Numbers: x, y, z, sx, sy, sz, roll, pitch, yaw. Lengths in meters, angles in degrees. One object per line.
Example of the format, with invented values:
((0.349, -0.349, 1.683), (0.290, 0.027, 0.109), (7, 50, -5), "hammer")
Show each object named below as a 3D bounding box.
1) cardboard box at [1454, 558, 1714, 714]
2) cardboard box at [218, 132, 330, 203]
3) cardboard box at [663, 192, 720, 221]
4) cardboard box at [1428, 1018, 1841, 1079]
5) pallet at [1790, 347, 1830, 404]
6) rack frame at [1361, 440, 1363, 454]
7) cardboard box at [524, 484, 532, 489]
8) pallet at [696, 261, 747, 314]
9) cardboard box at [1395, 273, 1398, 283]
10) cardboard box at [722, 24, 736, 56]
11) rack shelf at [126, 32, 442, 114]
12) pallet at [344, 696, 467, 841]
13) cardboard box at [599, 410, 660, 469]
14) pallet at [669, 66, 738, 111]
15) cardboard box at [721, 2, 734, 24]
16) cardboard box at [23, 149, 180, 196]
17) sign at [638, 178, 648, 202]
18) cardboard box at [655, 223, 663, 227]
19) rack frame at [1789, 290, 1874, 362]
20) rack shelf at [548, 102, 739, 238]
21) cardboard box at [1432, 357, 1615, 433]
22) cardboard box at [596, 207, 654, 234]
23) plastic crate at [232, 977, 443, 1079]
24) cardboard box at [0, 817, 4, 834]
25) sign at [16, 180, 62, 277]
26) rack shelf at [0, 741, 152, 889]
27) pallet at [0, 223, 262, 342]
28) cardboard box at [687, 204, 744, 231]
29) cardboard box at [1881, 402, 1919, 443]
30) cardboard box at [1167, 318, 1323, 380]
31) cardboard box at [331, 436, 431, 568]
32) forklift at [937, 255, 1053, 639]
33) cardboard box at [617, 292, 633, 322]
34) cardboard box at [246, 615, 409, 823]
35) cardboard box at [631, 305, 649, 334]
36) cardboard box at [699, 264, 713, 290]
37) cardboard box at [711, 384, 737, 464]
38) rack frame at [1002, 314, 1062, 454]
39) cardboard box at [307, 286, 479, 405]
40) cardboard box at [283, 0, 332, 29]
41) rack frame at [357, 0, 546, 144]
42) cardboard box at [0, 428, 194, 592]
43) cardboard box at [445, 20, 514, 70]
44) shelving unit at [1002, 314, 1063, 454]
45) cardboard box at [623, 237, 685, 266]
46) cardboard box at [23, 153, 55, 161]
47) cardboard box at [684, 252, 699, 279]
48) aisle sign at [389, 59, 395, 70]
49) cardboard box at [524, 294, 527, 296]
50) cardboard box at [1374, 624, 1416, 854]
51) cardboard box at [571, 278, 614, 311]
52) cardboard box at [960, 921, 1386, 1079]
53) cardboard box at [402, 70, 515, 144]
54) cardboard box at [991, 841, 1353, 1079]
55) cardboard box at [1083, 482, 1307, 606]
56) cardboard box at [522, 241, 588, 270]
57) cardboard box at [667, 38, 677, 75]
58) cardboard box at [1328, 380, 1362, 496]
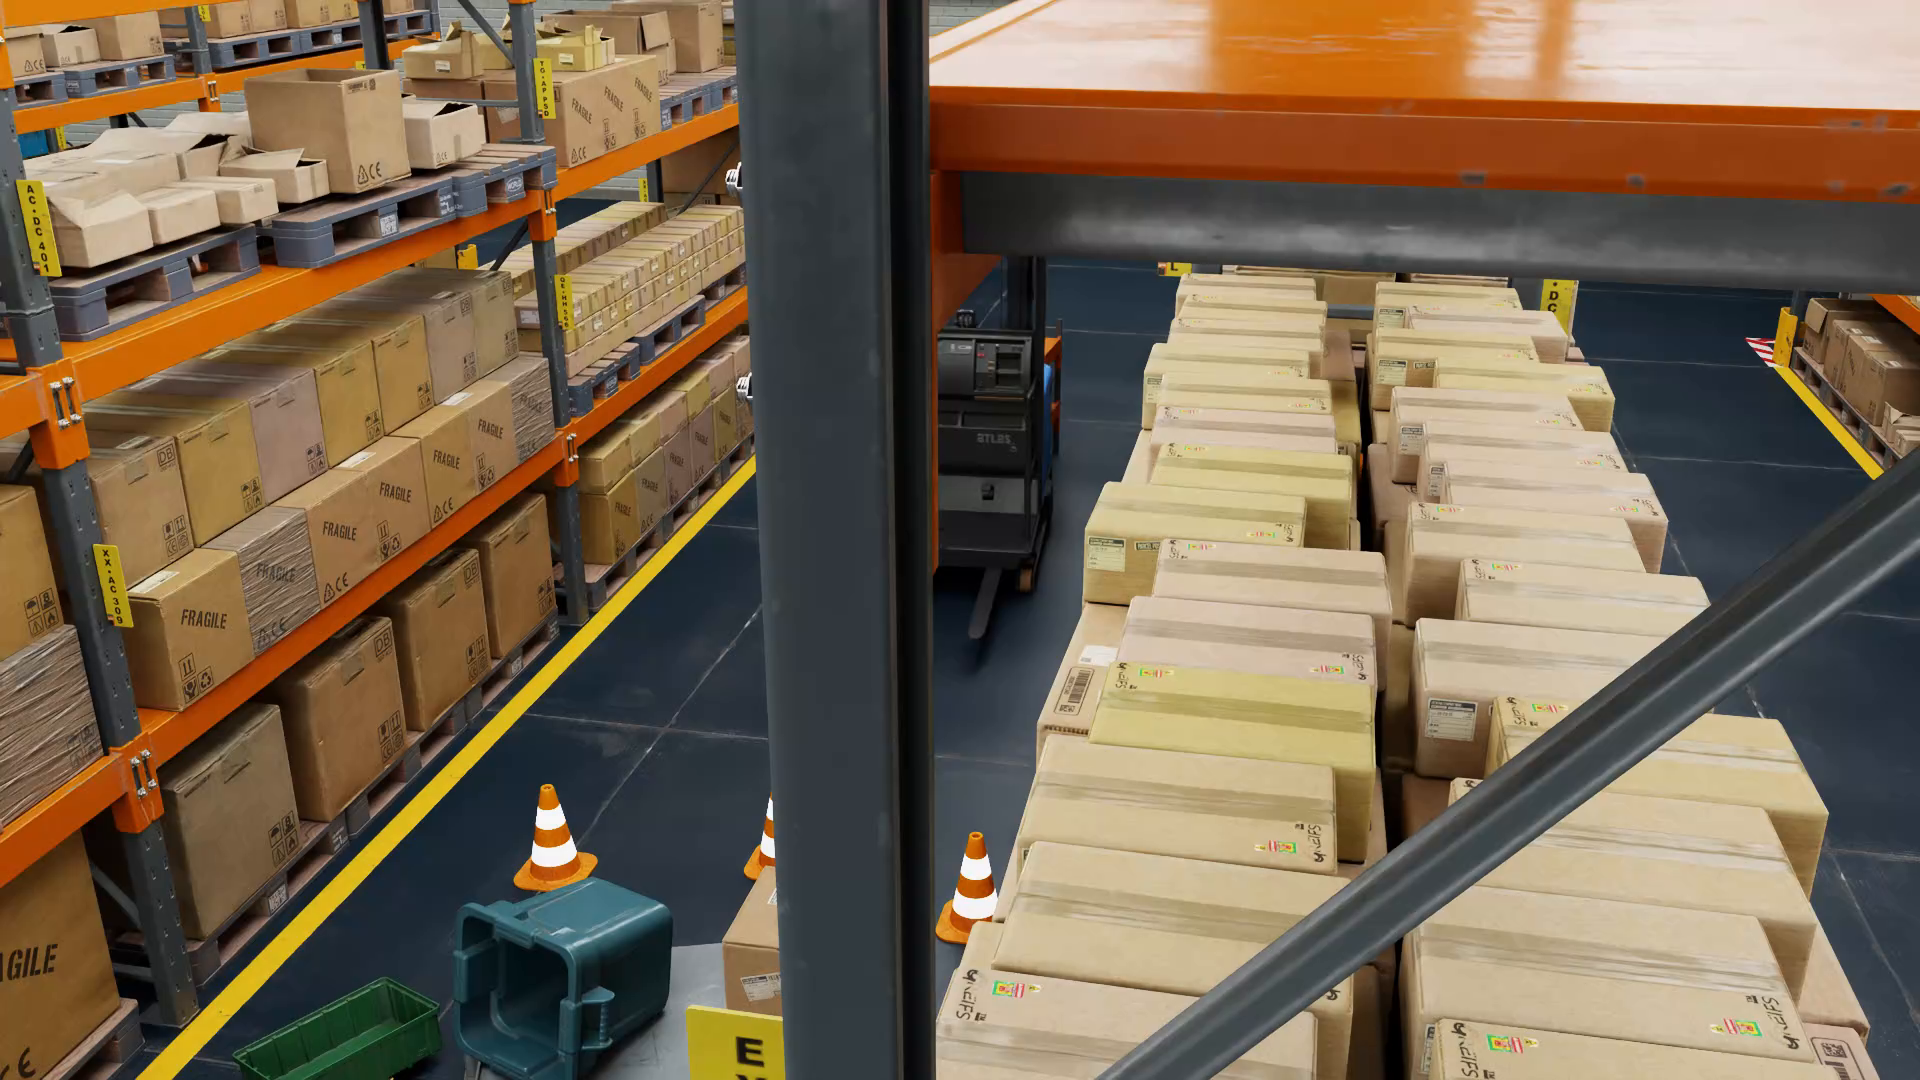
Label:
((1.008, 0.158, 2.700), (0.380, 0.149, 0.250), (5, 22, 12), "cardboard box")
((-3.087, -1.671, 7.457), (0.396, 0.266, 0.258), (4, 22, 11), "cardboard box")
((-2.221, -2.741, 14.113), (0.500, 0.500, 0.500), (4, 22, 11), "cardboard box")
((0.647, 0.611, 1.574), (0.380, 0.149, 0.250), (4, 22, 11), "cardboard box")
((8.322, -1.491, 15.274), (1.003, 0.211, 1.213), (4, 22, 11), "pallet")
((1.191, 0.908, 5.585), (1.000, 3.000, 0.127), (4, 22, 11), "rack frame")
((-2.977, -0.549, 10.982), (0.500, 0.250, 0.500), (4, 22, 10), "cardboard box")
((-2.342, -2.001, 13.064), (1.003, 0.211, 1.213), (4, 22, 11), "pallet")
((1.805, -0.978, 5.890), (0.500, 0.250, 0.500), (4, 22, 10), "cardboard box")
((-1.710, -4.070, 13.461), (0.500, 0.250, 0.500), (5, 23, 13), "cardboard box")
((-6.470, -4.563, 16.116), (1.077, 0.370, 4.000), (4, 22, 11), "rack shelf")
((-3.345, 1.125, 8.777), (1.003, 0.211, 1.213), (4, 22, 11), "pallet")
((-2.378, -0.698, 11.352), (0.500, 0.250, 0.500), (4, 22, 10), "cardboard box")
((-2.274, -3.445, 12.629), (1.213, 0.211, 1.003), (4, 22, 11), "pallet")
((-1.747, -4.185, 13.213), (0.380, 0.149, 0.250), (4, 22, 10), "cardboard box")
((-3.639, -1.464, 6.964), (0.500, 0.250, 0.500), (4, 22, 10), "cardboard box")
((-2.576, -2.799, 13.629), (0.100, 0.325, 0.005), (4, 22, 11), "sign")
((-2.574, -2.466, 13.337), (0.380, 0.149, 0.250), (5, 22, 12), "cardboard box")
((8.499, -3.104, 15.546), (1.000, 3.000, 0.127), (4, 22, 11), "rack frame")
((-2.452, -2.685, 11.453), (1.077, 0.370, 4.000), (4, 22, 11), "rack shelf")
((1.297, -0.310, 3.863), (0.380, 0.149, 0.250), (5, 22, 12), "cardboard box")
((-2.625, -2.501, 13.027), (0.380, 0.149, 0.250), (5, 22, 12), "cardboard box")
((-2.429, 2.008, 6.539), (0.450, 0.188, 0.662), (7, 21, 42), "plastic crate")
((-3.829, 0.836, 5.561), (0.875, 0.550, 0.550), (4, 22, 11), "cardboard box")
((-3.132, -1.059, 5.655), (0.100, 0.325, 0.005), (4, 22, 11), "sign")
((-4.084, 1.632, 4.748), (1.077, 0.370, 4.000), (4, 22, 11), "rack shelf")
((-3.537, -1.075, 6.747), (0.805, 0.209, 1.217), (4, 22, 9), "pallet")
((-1.934, -2.551, 13.151), (0.380, 0.149, 0.250), (5, 23, 13), "cardboard box")
((7.582, -0.925, 13.232), (0.396, 0.266, 0.258), (5, 23, 13), "cardboard box")
((0.720, -0.454, 4.219), (0.380, 0.149, 0.250), (4, 22, 9), "cardboard box")
((-2.994, -0.204, 8.211), (0.500, 0.500, 0.500), (5, 22, 12), "cardboard box")
((-0.018, -1.149, 10.782), (1.130, 2.935, 3.031), (3, 22, 7), "forklift")
((-2.409, -1.563, 11.095), (0.380, 0.149, 0.250), (5, 22, 11), "cardboard box")
((-3.437, 0.830, 8.228), (1.050, 0.750, 0.750), (4, 22, 11), "cardboard box")
((-2.356, -1.515, 11.375), (0.380, 0.149, 0.250), (5, 23, 13), "cardboard box")
((-2.087, -1.999, 12.576), (0.380, 0.149, 0.250), (3, 22, 8), "cardboard box")
((-2.053, -0.916, 12.898), (0.500, 0.500, 0.500), (4, 22, 10), "cardboard box")
((0.567, -1.258, 13.472), (0.500, 1.125, 0.032), (6, 23, 15), "rack frame")
((-3.063, -1.057, 8.992), (0.700, 0.500, 0.500), (4, 22, 10), "cardboard box")
((-6.418, -5.120, 15.707), (0.700, 0.500, 0.500), (5, 23, 13), "cardboard box")
((-2.860, -3.679, 8.942), (1.000, 3.000, 0.127), (4, 22, 11), "rack frame")
((-3.580, -0.125, 6.677), (0.700, 0.500, 0.500), (4, 22, 10), "cardboard box")
((-2.941, -3.045, 10.226), (0.396, 0.266, 0.258), (4, 22, 11), "cardboard box")
((0.426, -1.076, 13.019), (0.538, 1.125, 1.048), (6, 23, 15), "shelving unit")
((-2.201, -2.075, 11.967), (0.380, 0.149, 0.250), (3, 22, 9), "cardboard box")
((-7.152, -2.801, 13.317), (0.797, 0.503, 0.637), (5, 22, 12), "cardboard box")
((-2.143, -2.032, 12.260), (0.380, 0.149, 0.250), (3, 22, 8), "cardboard box")
((-6.341, -5.492, 17.994), (0.394, 0.787, 0.004), (4, 22, 11), "aisle sign")
((-3.049, -1.613, 11.219), (0.380, 0.149, 0.250), (5, 22, 11), "cardboard box")
((0.931, 0.373, 2.700), (0.500, 0.250, 0.500), (5, 22, 12), "cardboard box")
((-2.469, -1.592, 10.769), (0.380, 0.149, 0.250), (4, 22, 11), "cardboard box")
((0.215, 0.703, 1.880), (0.500, 0.250, 0.500), (4, 22, 10), "cardboard box")
((-2.992, -2.562, 10.050), (0.500, 0.500, 0.500), (4, 22, 11), "cardboard box")
((0.245, 0.488, 1.880), (0.380, 0.149, 0.250), (5, 22, 12), "cardboard box")
((0.434, 0.016, 3.052), (0.380, 0.149, 0.250), (5, 22, 12), "cardboard box")
((-2.888, -2.032, 11.862), (0.380, 0.149, 0.250), (5, 23, 13), "cardboard box")
((-2.429, -3.598, 12.313), (0.500, 0.311, 0.500), (4, 22, 10), "cardboard box")
((0.737, -0.223, 4.179), (0.500, 0.250, 0.500), (4, 22, 10), "cardboard box")
